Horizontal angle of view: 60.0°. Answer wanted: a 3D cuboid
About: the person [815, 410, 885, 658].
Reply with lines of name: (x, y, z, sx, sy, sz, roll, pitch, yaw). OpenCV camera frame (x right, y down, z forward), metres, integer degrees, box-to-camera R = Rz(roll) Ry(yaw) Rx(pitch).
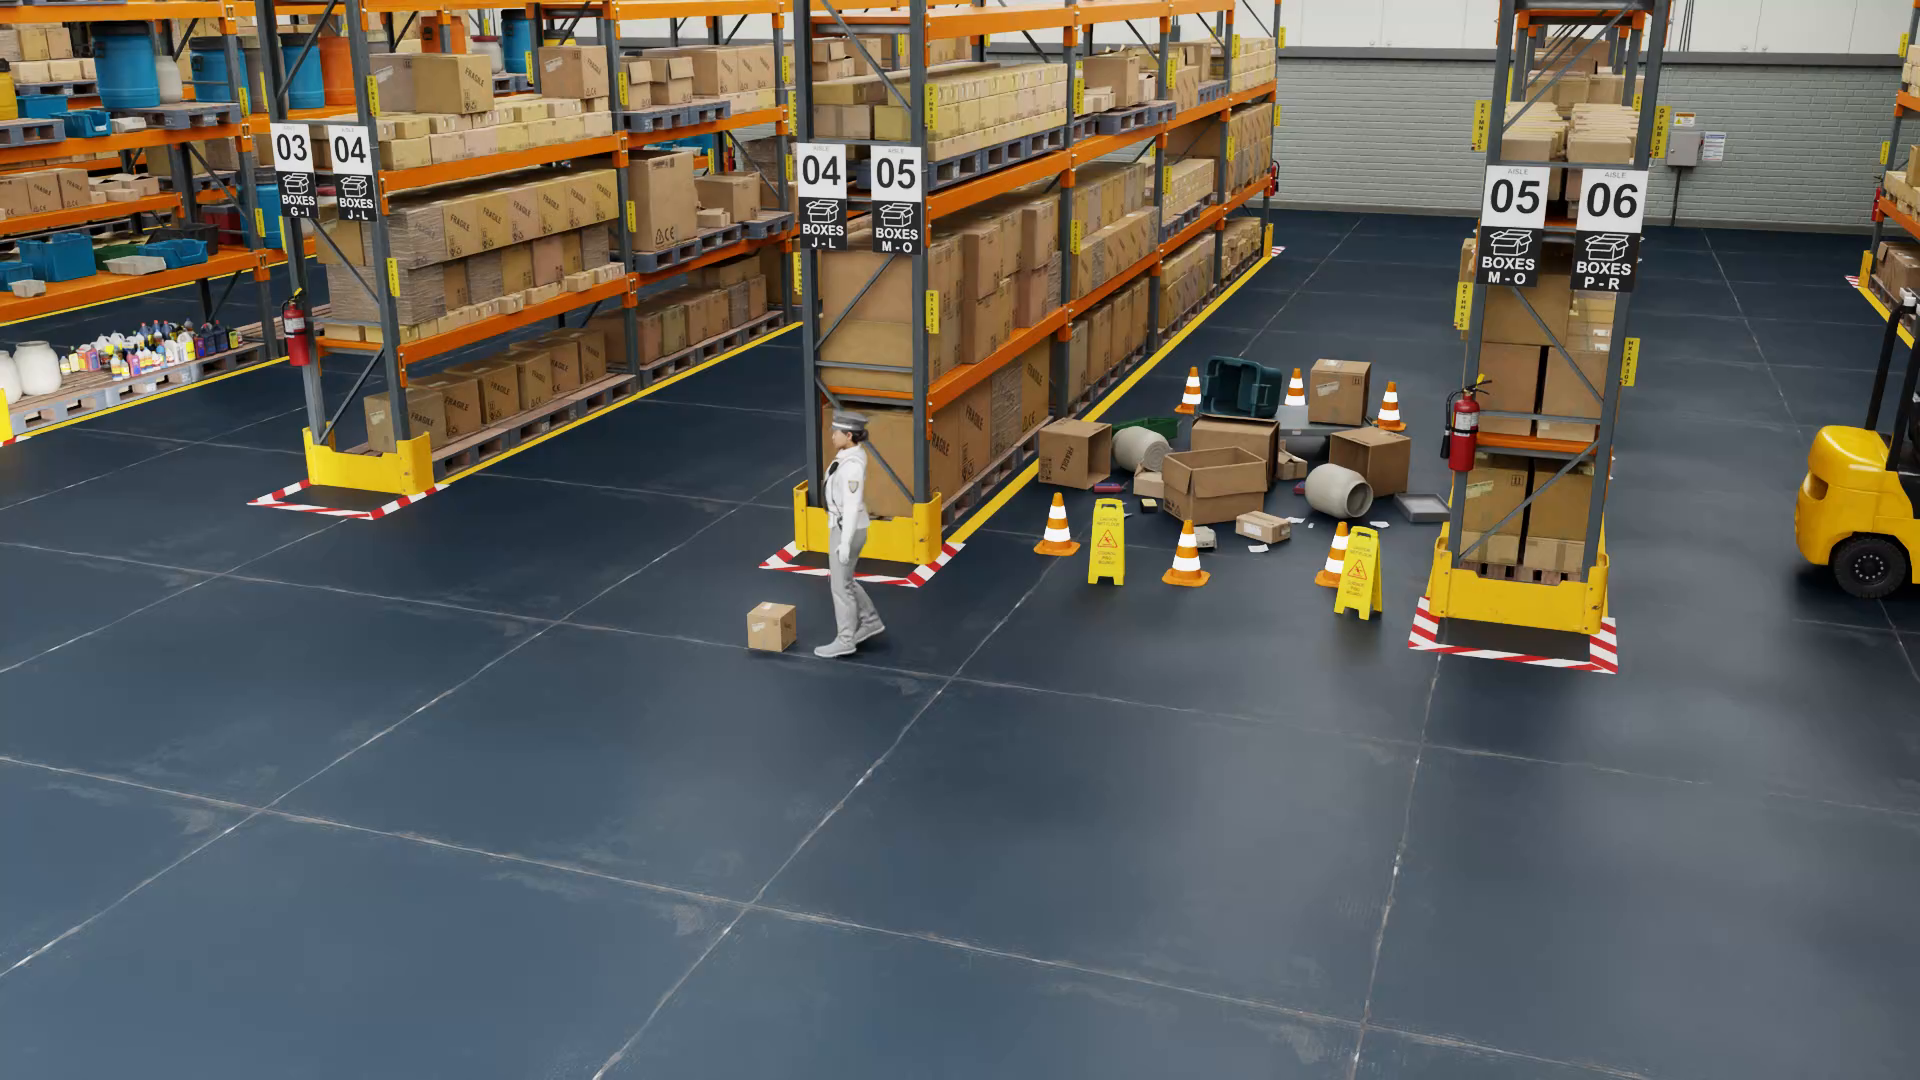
person: (-0.755, -0.049, 11.157, 0.480, 1.682, 0.507, -1, 19, -3)
